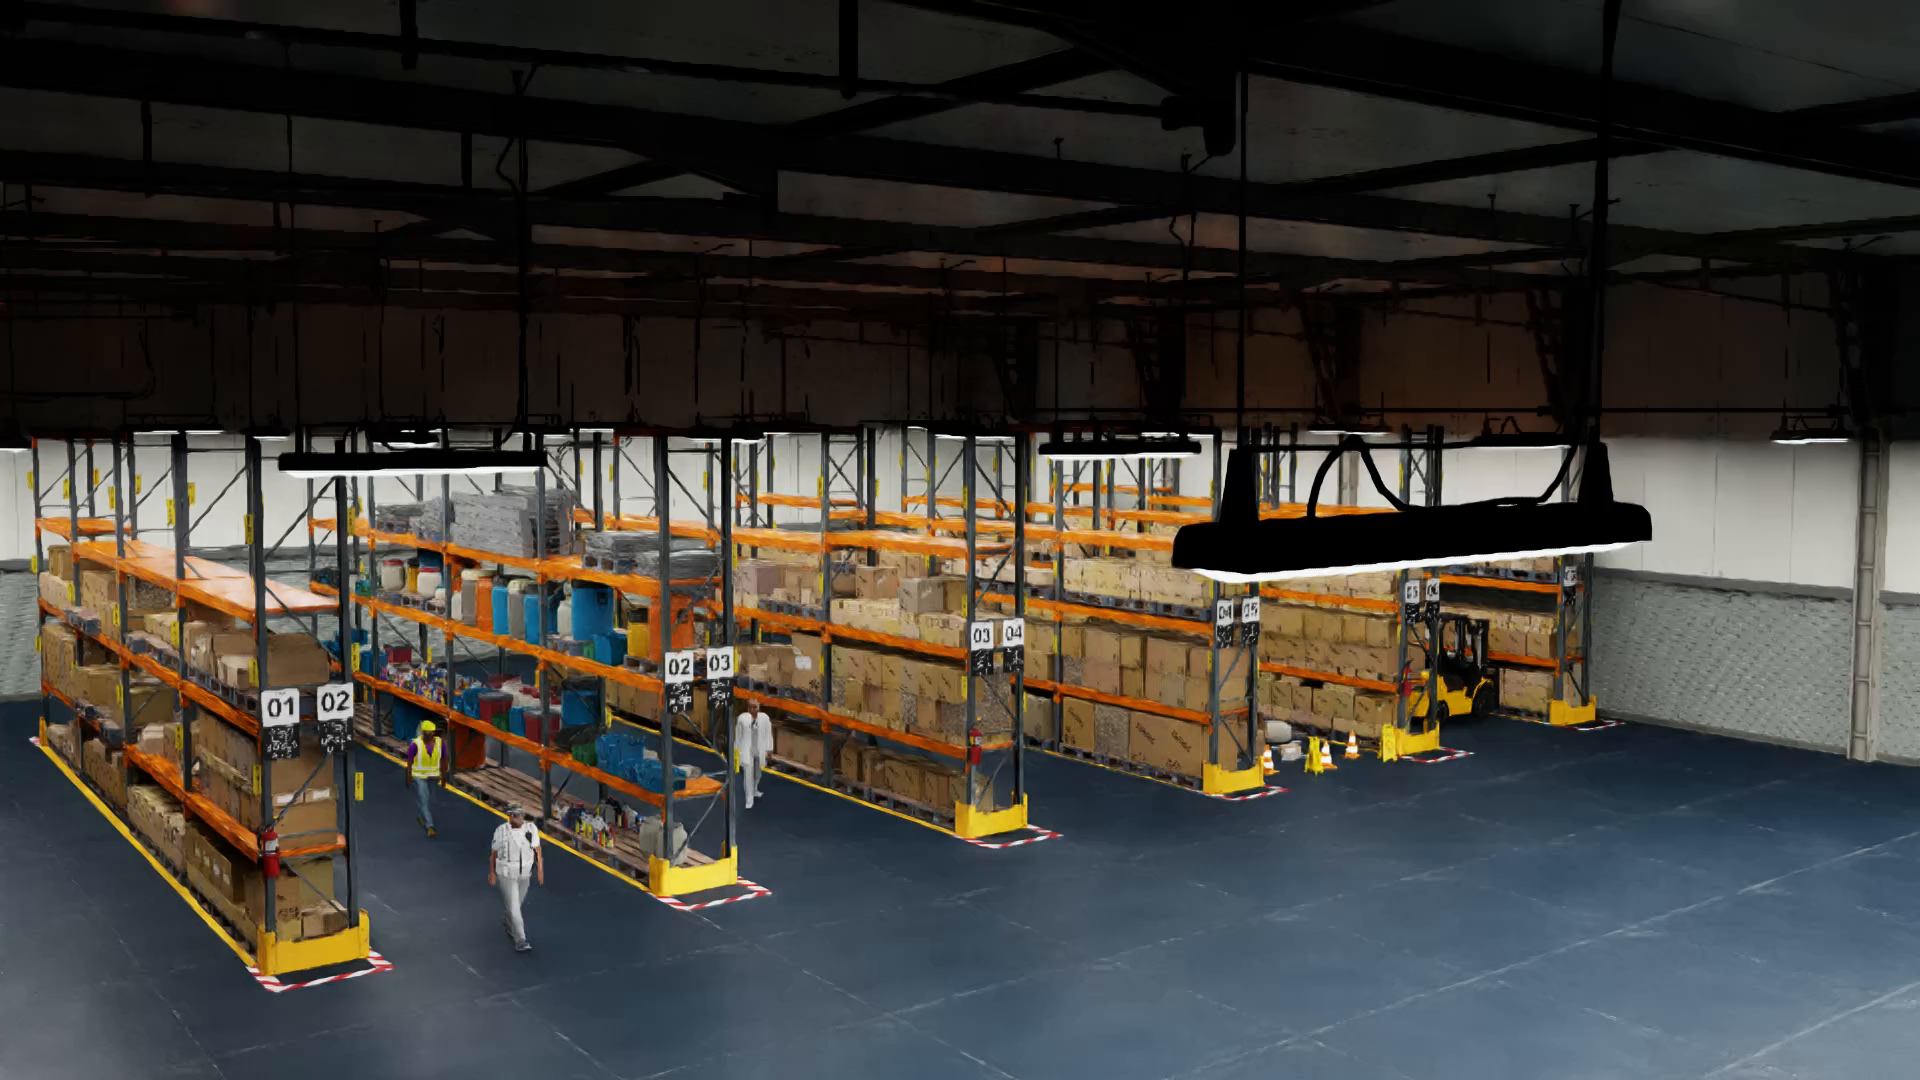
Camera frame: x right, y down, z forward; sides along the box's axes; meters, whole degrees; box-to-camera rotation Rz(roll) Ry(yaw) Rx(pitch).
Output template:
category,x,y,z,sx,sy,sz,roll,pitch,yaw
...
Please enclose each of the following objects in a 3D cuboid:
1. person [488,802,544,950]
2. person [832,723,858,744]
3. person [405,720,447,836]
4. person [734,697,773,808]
category,x,y,z,sx,sy,sz,roll,pitch,yaw
person,-5.237,3.923,19.708,0.557,1.708,1.030,-3,6,-38
person,-2.236,3.096,30.895,0.448,1.590,1.110,-3,5,-35
person,-7.955,3.521,24.905,0.575,1.689,1.128,-4,6,-39
person,-3.308,3.368,26.674,0.602,1.734,1.012,-2,5,-21
